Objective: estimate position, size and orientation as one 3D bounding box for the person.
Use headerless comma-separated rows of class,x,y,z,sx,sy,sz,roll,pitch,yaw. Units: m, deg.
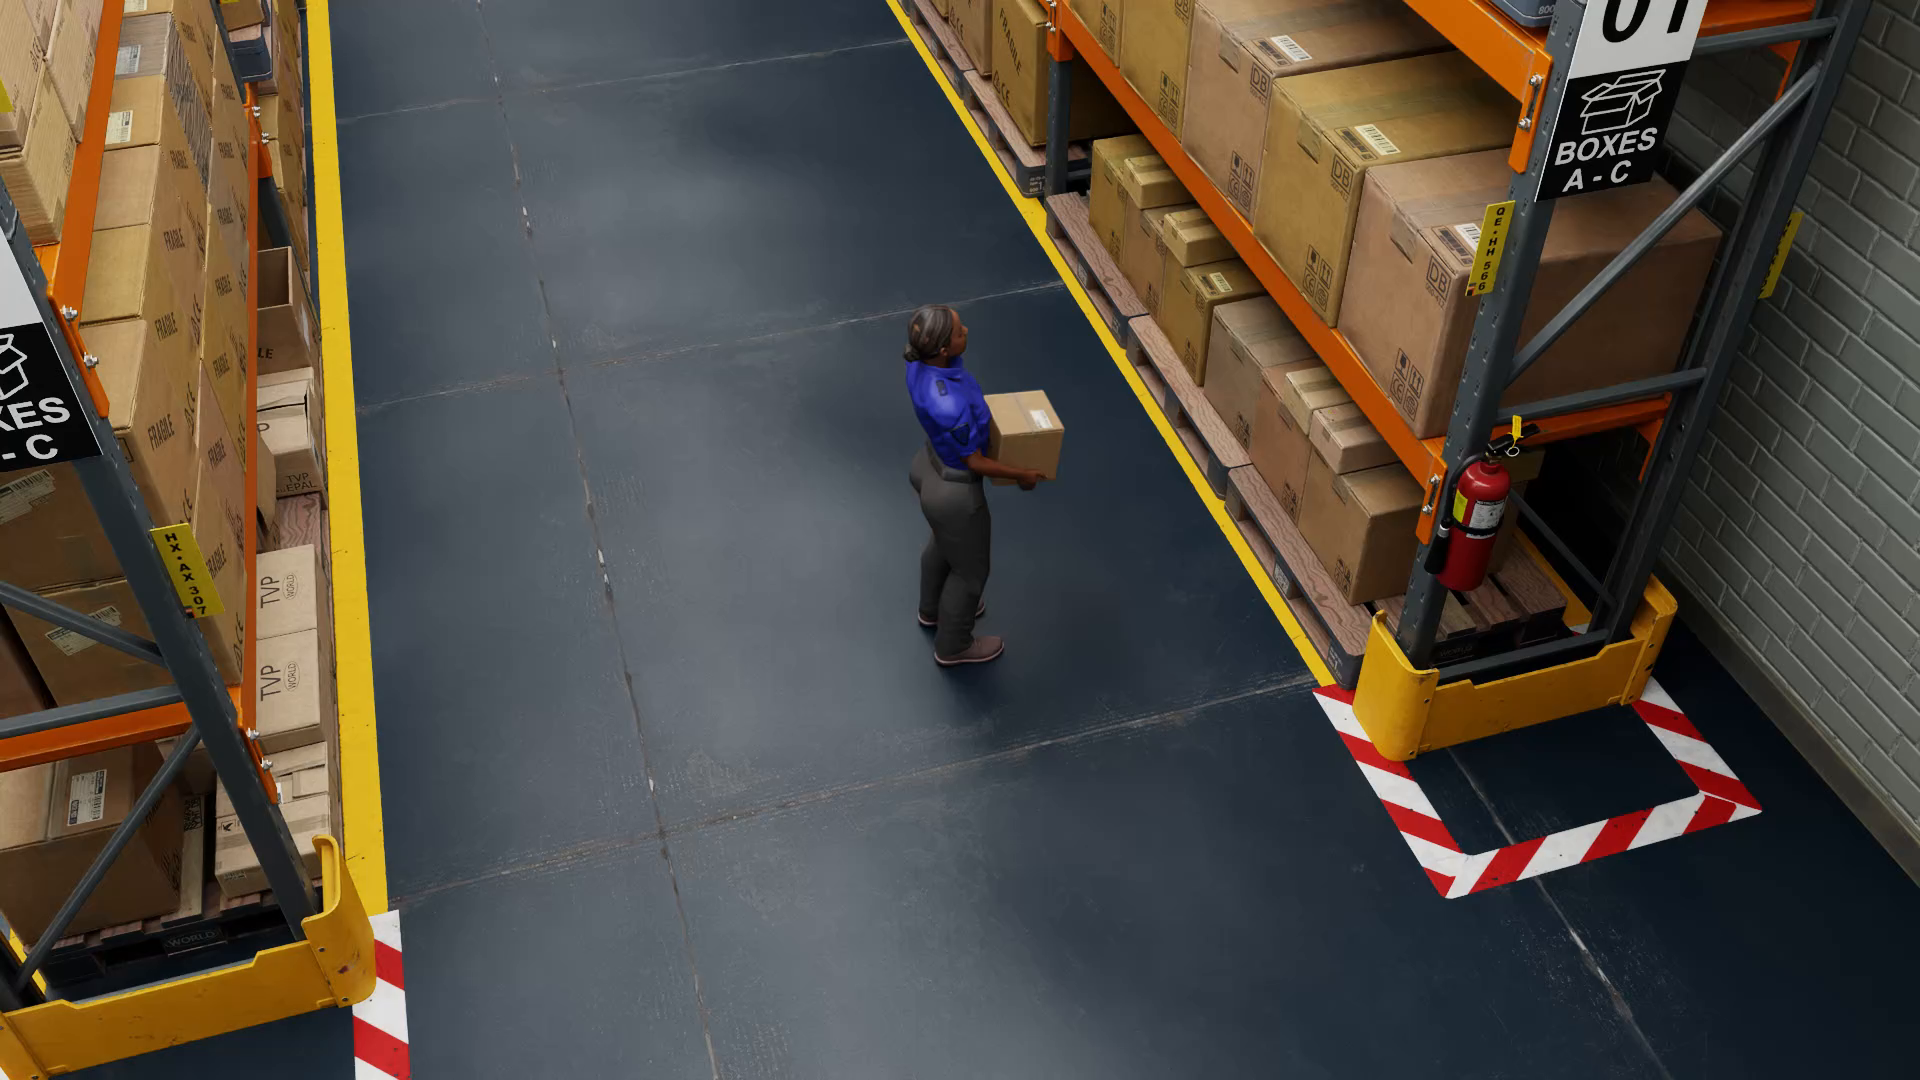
person,0.046,-0.224,6.417,0.517,1.646,0.450,-12,44,-12
